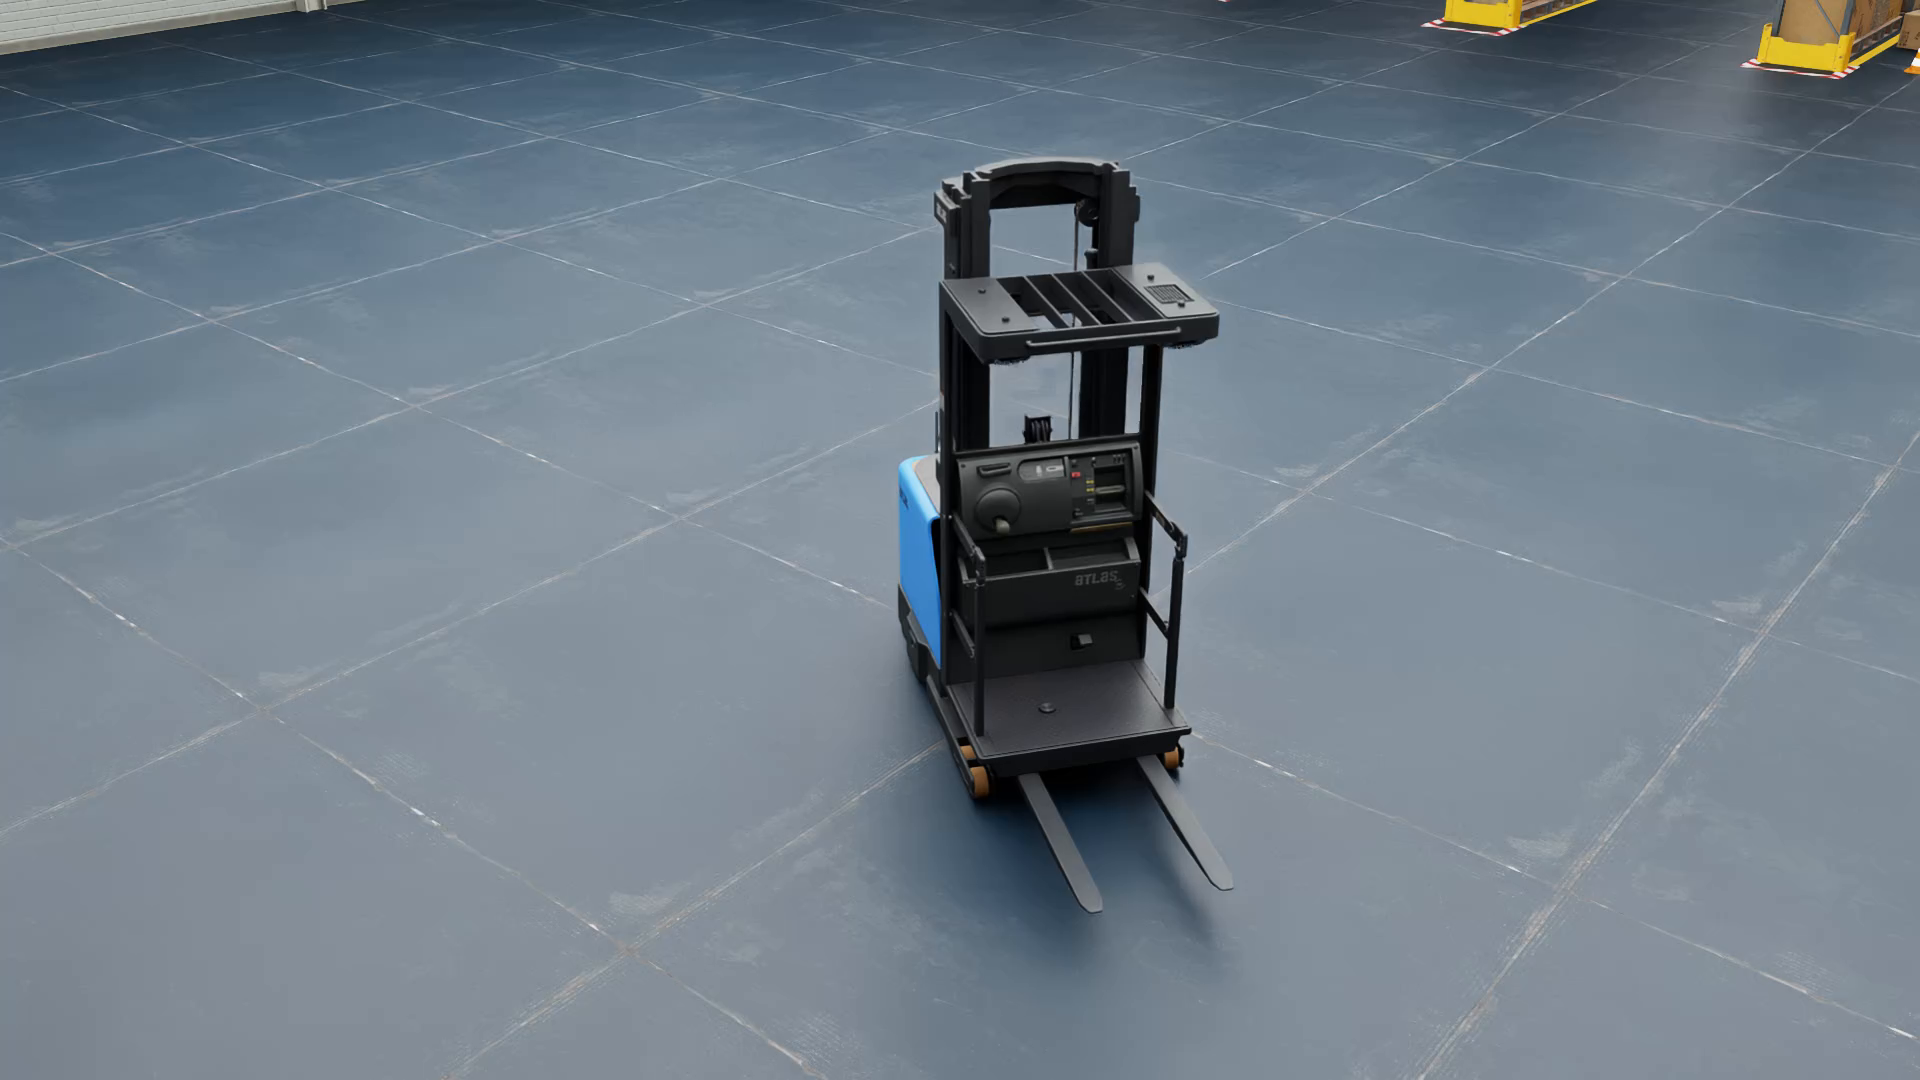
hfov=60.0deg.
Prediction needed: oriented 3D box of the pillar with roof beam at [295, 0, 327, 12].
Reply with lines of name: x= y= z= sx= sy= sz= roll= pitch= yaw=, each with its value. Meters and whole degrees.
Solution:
pillar with roof beam: x=-7.603 y=-11.679 z=23.532 sx=9.100 sy=9.000 sz=0.400 roll=21 pitch=34 yaw=34

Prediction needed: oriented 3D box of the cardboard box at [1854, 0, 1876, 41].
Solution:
cardboard box: x=13.098 y=-8.013 z=24.830 sx=0.875 sy=0.875 sz=0.875 roll=20 pitch=34 yaw=34

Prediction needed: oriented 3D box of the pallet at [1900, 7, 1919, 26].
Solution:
pallet: x=15.137 y=-8.673 z=27.285 sx=1.003 sy=0.211 sz=1.213 roll=21 pitch=34 yaw=34

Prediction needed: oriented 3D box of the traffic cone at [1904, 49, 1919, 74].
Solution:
traffic cone: x=13.593 y=-6.844 z=23.476 sx=0.336 sy=0.463 sz=0.334 roll=21 pitch=34 yaw=34

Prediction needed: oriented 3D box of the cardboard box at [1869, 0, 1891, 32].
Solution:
cardboard box: x=13.680 y=-8.335 z=25.454 sx=0.875 sy=0.875 sz=0.875 roll=21 pitch=34 yaw=35

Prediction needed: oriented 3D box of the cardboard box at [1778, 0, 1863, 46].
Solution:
cardboard box: x=12.540 y=-7.700 z=24.226 sx=0.875 sy=0.875 sz=0.875 roll=21 pitch=34 yaw=35

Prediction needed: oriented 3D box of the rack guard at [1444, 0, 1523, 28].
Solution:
rack guard: x=8.445 y=-8.600 z=26.830 sx=1.175 sy=0.500 sz=0.348 roll=21 pitch=34 yaw=34

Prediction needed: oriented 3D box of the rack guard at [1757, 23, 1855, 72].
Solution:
rack guard: x=12.144 y=-7.079 z=23.890 sx=1.175 sy=0.500 sz=0.348 roll=21 pitch=34 yaw=34

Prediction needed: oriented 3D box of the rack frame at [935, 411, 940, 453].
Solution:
rack frame: x=-0.059 y=-0.367 z=10.479 sx=0.240 sy=0.900 sz=0.006 roll=21 pitch=34 yaw=34

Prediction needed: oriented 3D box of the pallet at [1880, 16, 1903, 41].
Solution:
pallet: x=14.160 y=-8.131 z=26.237 sx=1.003 sy=0.211 sz=1.213 roll=21 pitch=34 yaw=34

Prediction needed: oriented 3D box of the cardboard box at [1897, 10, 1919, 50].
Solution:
cardboard box: x=14.508 y=-7.656 z=25.003 sx=0.500 sy=0.500 sz=0.500 roll=-21 pitch=34 yaw=-35

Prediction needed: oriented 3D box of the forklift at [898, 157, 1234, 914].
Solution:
forklift: x=0.503 y=-0.209 z=7.964 sx=1.130 sy=2.935 sz=3.031 roll=-7 pitch=28 yaw=-13

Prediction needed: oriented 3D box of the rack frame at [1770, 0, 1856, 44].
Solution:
rack frame: x=12.160 y=-8.198 z=23.332 sx=1.000 sy=3.000 sz=0.127 roll=21 pitch=34 yaw=34

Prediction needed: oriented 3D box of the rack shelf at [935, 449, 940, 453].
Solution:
rack shelf: x=0.005 y=-0.533 z=10.481 sx=0.258 sy=0.077 sz=0.200 roll=21 pitch=34 yaw=34

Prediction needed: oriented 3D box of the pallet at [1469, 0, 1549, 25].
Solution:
pallet: x=8.989 y=-8.749 z=27.433 sx=1.003 sy=0.211 sz=1.213 roll=21 pitch=34 yaw=34

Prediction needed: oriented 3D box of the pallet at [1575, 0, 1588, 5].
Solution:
pallet: x=10.541 y=-9.614 z=29.105 sx=1.003 sy=0.211 sz=1.213 roll=21 pitch=34 yaw=34

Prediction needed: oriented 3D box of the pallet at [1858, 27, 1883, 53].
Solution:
pallet: x=13.384 y=-7.696 z=25.397 sx=1.003 sy=0.211 sz=1.213 roll=21 pitch=34 yaw=34

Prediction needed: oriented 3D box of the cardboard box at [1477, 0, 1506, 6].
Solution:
cardboard box: x=8.807 y=-8.976 z=27.100 sx=0.500 sy=0.500 sz=0.500 roll=-21 pitch=34 yaw=-35

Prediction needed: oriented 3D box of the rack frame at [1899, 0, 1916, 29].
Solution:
rack frame: x=14.704 y=-9.616 z=26.073 sx=1.000 sy=3.000 sz=0.127 roll=21 pitch=34 yaw=34

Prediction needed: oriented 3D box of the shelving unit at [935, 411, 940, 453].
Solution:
shelving unit: x=0.005 y=-0.403 z=10.549 sx=0.258 sy=0.900 sz=0.210 roll=21 pitch=34 yaw=34

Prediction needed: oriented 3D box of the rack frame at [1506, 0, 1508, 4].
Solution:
rack frame: x=8.397 y=-9.683 z=26.203 sx=1.000 sy=3.000 sz=0.127 roll=21 pitch=34 yaw=34

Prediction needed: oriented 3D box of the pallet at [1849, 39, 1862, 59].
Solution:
pallet: x=12.608 y=-7.265 z=24.565 sx=1.003 sy=0.211 sz=1.213 roll=21 pitch=34 yaw=34

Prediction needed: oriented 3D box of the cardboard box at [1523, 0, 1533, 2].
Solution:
cardboard box: x=9.161 y=-9.198 z=27.529 sx=0.500 sy=0.500 sz=0.500 roll=-18 pitch=32 yaw=-31

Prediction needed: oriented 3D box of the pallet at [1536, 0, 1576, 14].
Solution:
pallet: x=9.765 y=-9.180 z=28.265 sx=1.003 sy=0.211 sz=1.213 roll=21 pitch=34 yaw=34

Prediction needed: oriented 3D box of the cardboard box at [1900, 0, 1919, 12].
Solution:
cardboard box: x=15.029 y=-9.050 z=26.970 sx=1.050 sy=0.750 sz=0.750 roll=21 pitch=34 yaw=34

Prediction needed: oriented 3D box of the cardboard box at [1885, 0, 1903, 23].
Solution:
cardboard box: x=14.250 y=-8.656 z=26.073 sx=0.875 sy=0.875 sz=0.875 roll=21 pitch=34 yaw=35
